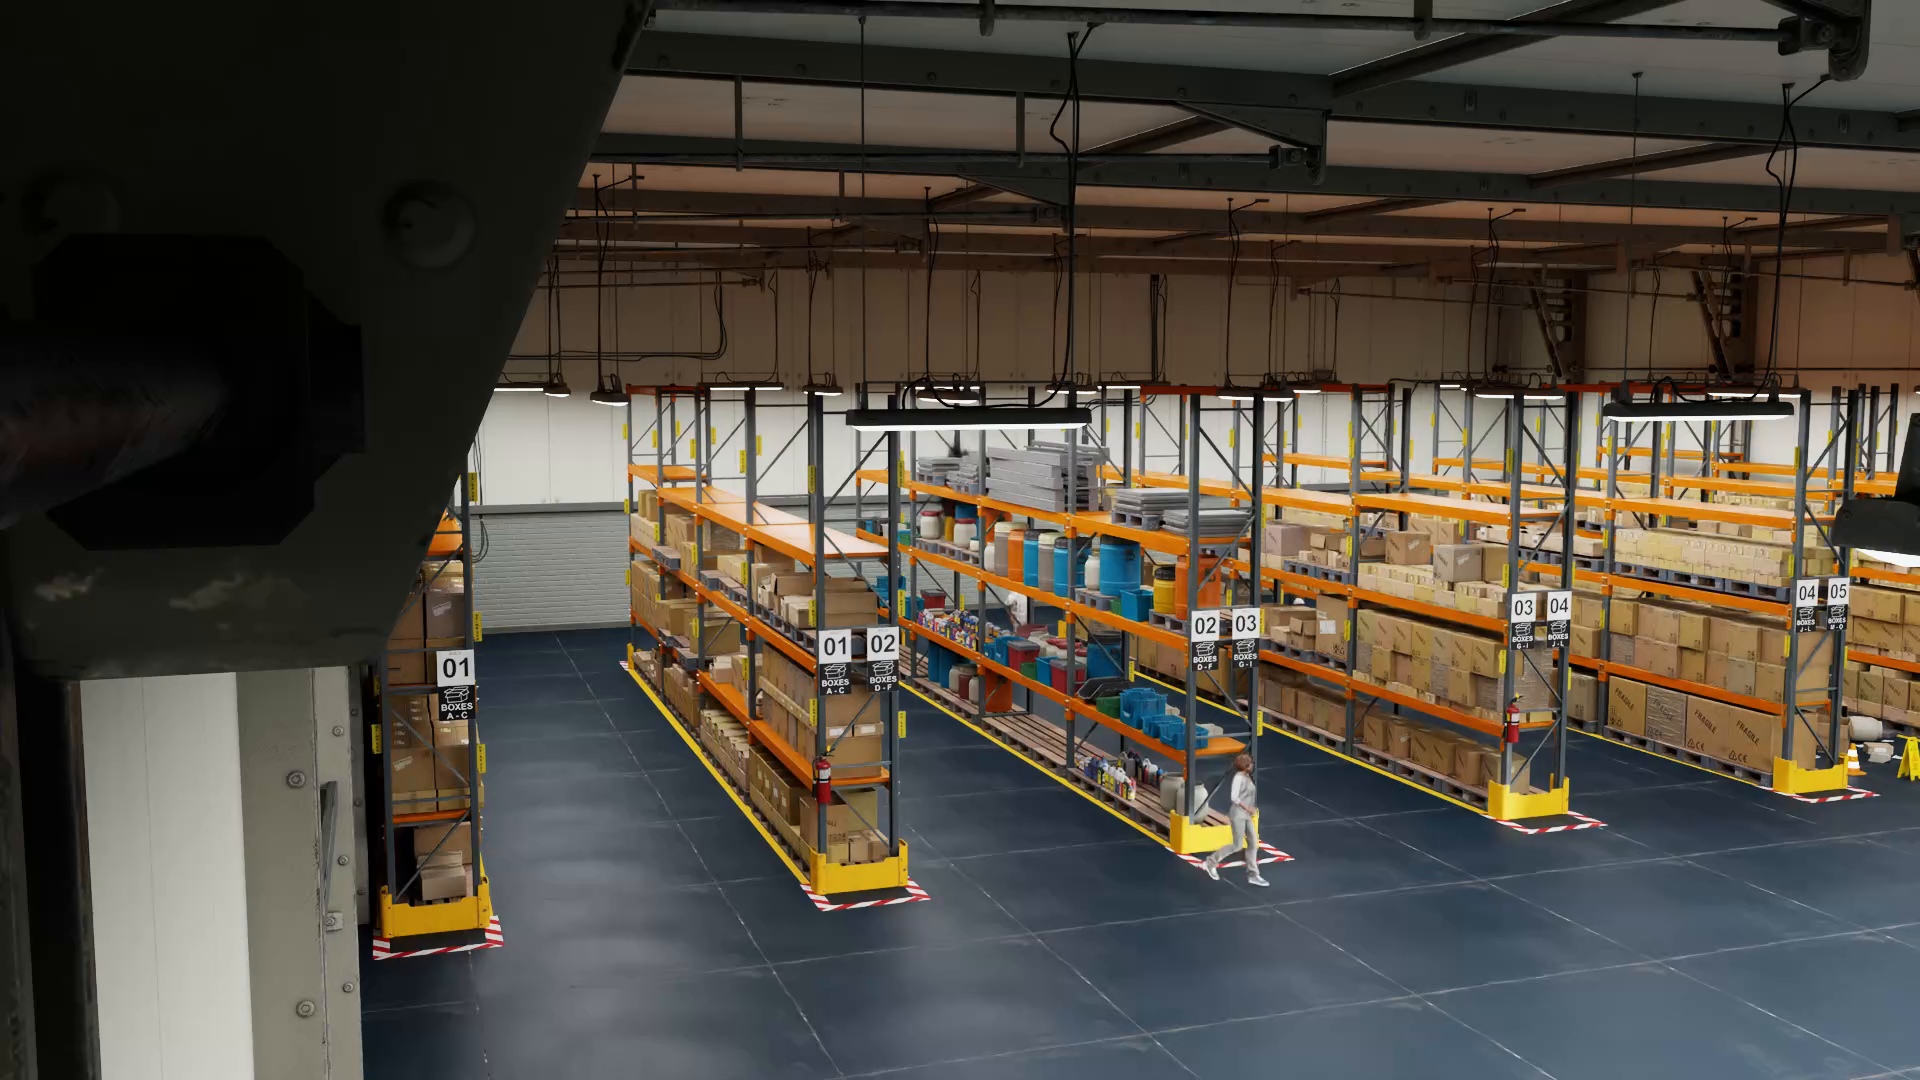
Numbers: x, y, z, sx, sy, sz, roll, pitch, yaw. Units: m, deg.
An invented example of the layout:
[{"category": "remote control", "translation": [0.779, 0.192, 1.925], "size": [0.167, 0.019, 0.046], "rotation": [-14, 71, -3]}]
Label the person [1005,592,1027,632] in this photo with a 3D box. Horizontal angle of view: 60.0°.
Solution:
[{"category": "person", "translation": [1.254, 1.643, 34.305], "size": [0.665, 1.754, 0.603], "rotation": [-3, 7, -28]}]

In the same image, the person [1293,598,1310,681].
[{"category": "person", "translation": [6.760, 2.033, 33.254], "size": [0.705, 1.759, 0.903], "rotation": [-3, 7, -29]}]

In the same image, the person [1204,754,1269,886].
[{"category": "person", "translation": [3.465, 3.420, 20.525], "size": [0.807, 1.564, 0.606], "rotation": [2, 6, 21]}]
